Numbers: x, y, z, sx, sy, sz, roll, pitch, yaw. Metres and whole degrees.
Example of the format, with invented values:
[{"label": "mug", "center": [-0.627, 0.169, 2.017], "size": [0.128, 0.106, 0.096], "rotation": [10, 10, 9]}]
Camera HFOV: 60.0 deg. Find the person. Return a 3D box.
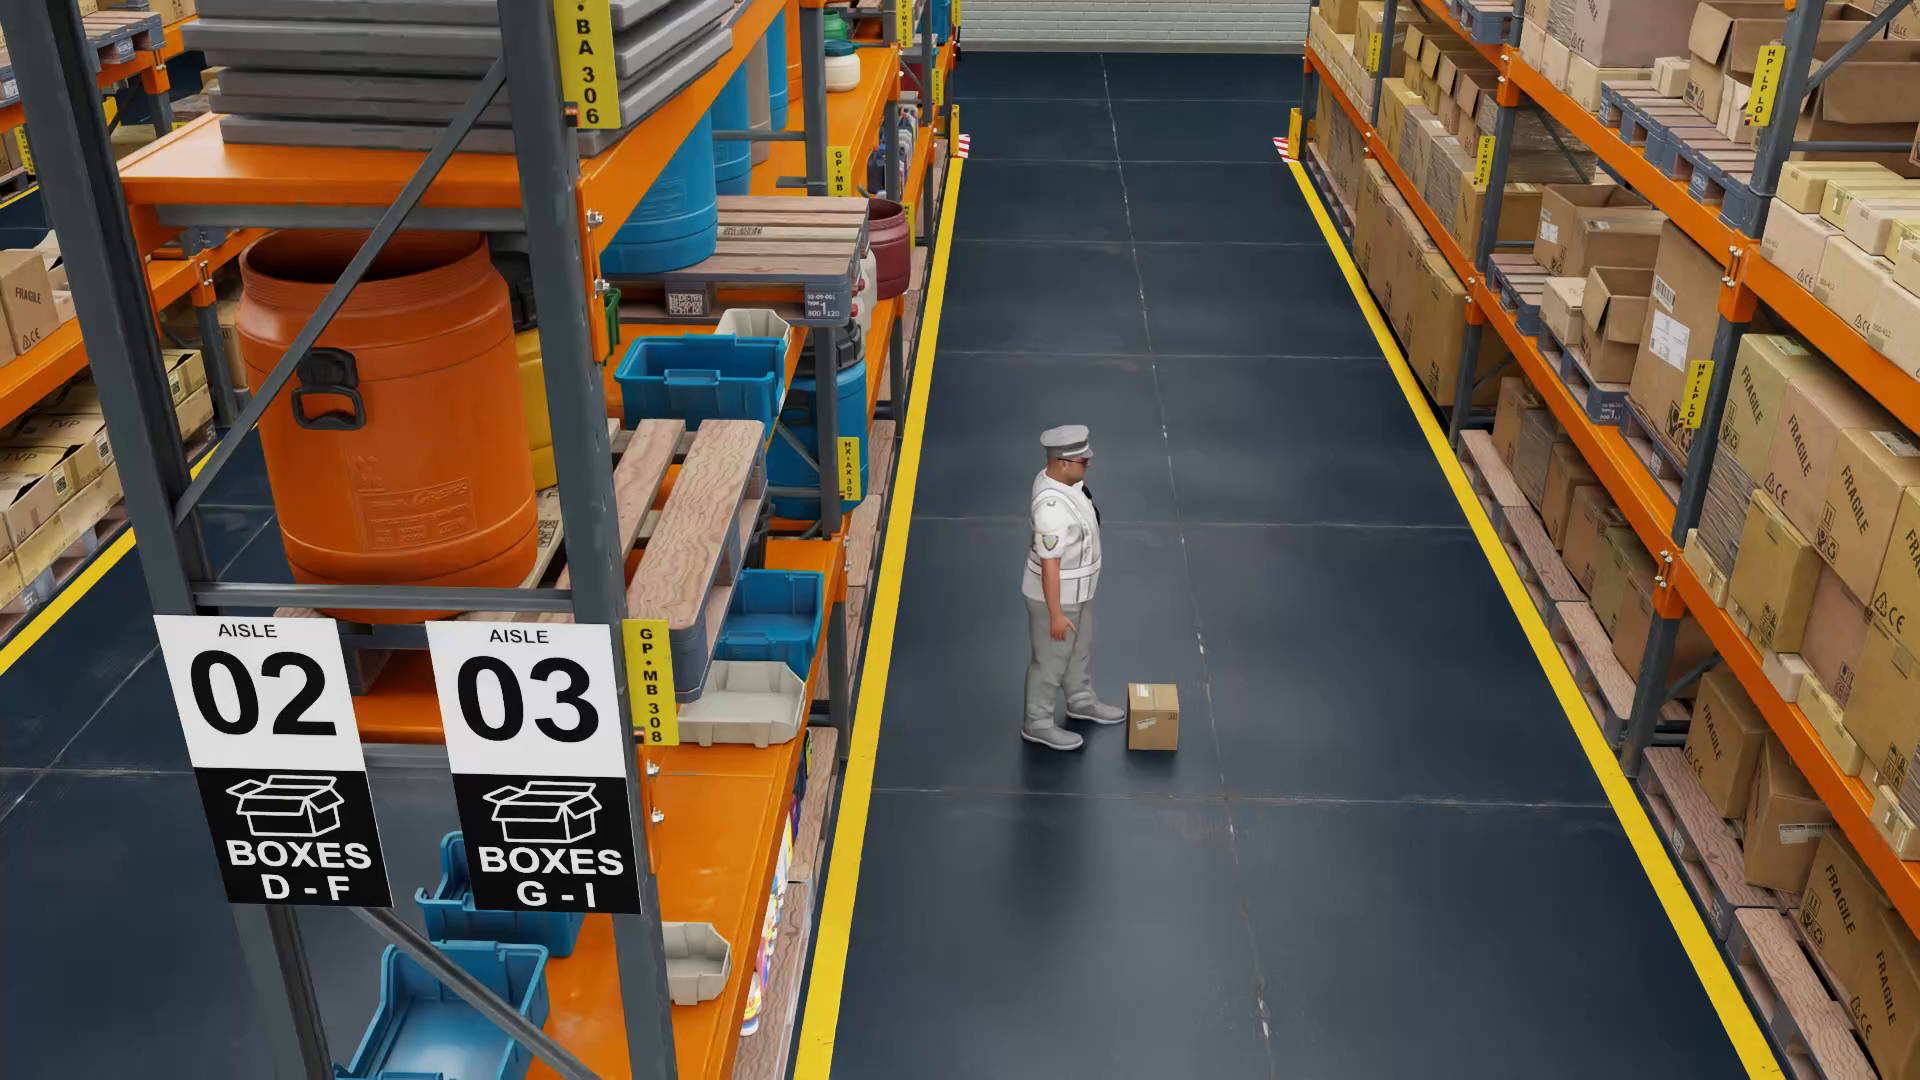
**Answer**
[{"label": "person", "center": [0.515, 0.243, 8.387], "size": [0.393, 1.755, 0.527], "rotation": [2, 28, 3]}]
